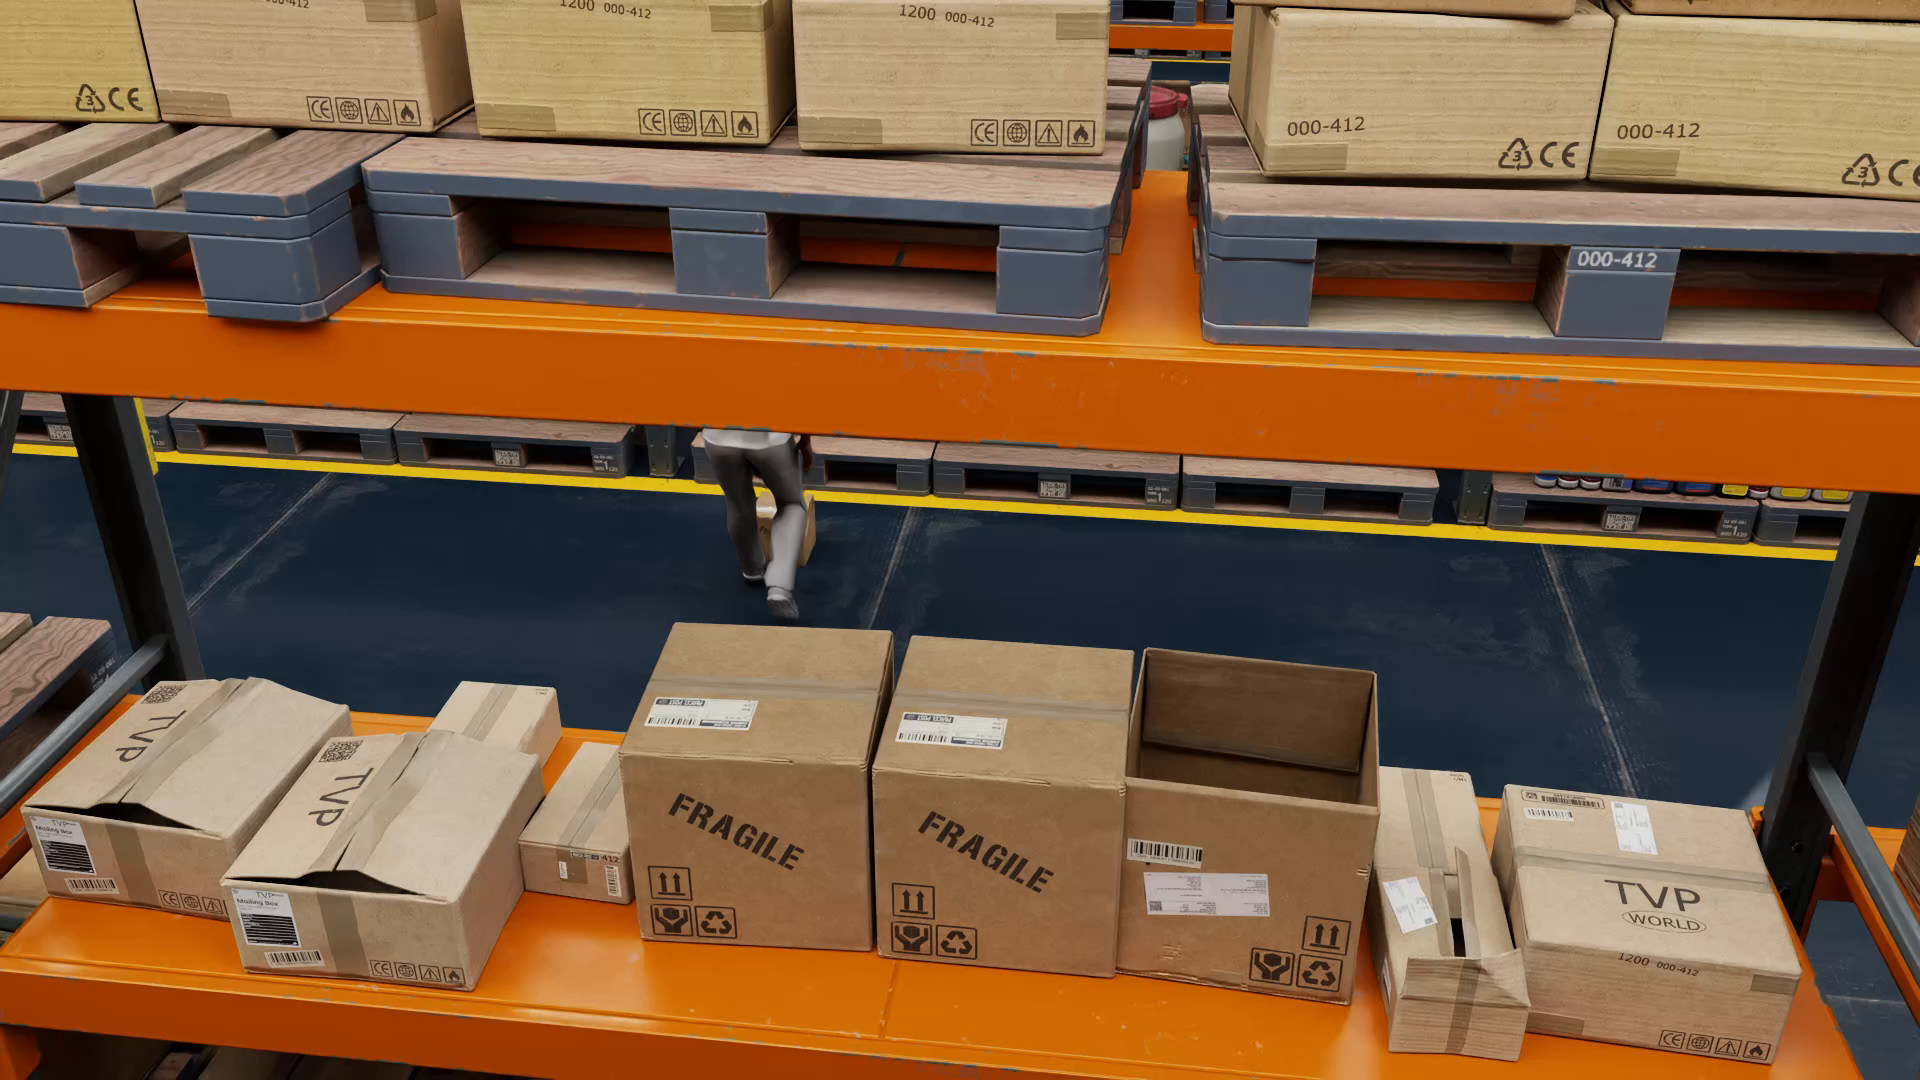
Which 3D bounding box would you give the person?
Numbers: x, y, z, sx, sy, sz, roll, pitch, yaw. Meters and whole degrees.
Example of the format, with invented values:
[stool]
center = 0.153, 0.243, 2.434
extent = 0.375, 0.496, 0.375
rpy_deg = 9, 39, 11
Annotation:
[person]
center = -0.875, -0.471, 6.986
extent = 0.525, 1.624, 0.789
rpy_deg = 0, 29, 0
